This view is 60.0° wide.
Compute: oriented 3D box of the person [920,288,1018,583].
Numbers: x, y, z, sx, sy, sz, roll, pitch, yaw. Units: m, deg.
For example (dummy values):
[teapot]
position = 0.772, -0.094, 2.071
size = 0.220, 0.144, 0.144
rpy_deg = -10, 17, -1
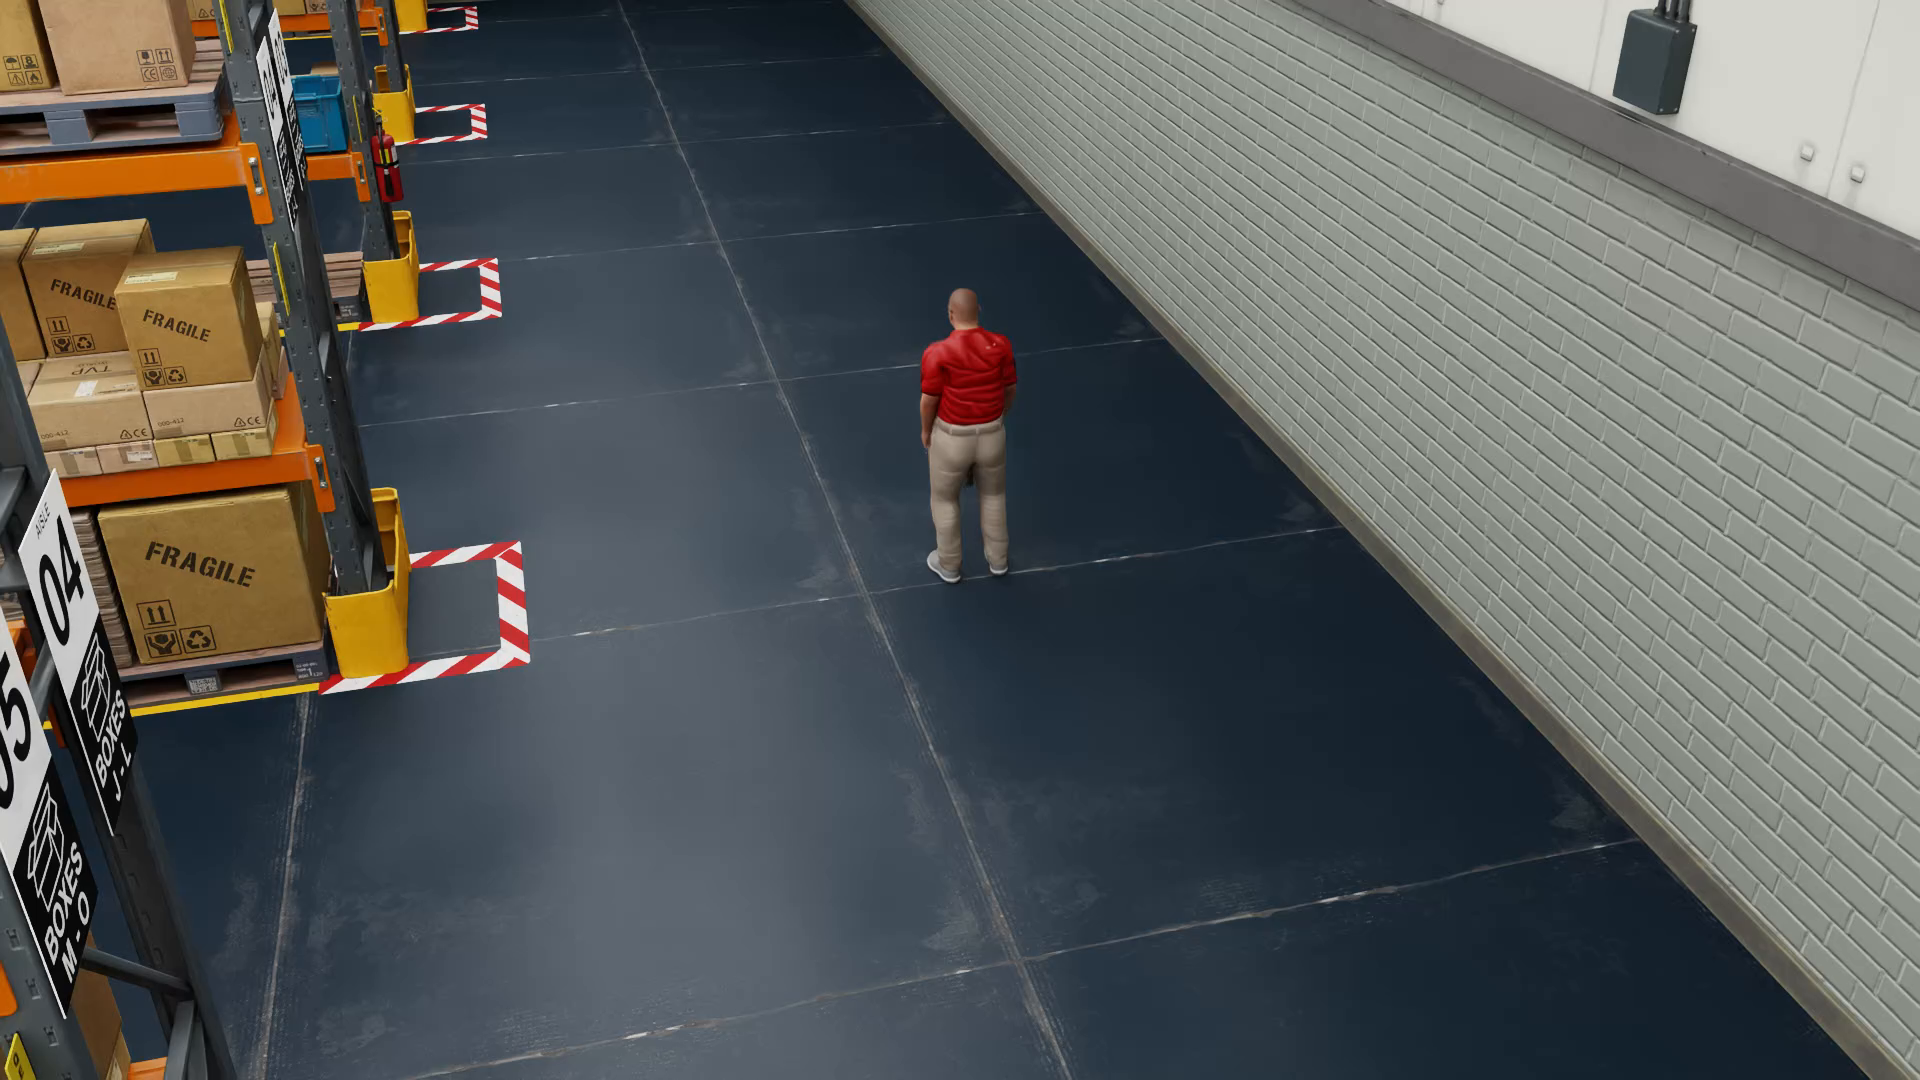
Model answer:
[person]
position = 0.039, -0.575, 9.241
size = 0.554, 1.732, 0.393
rpy_deg = -9, 31, -14
